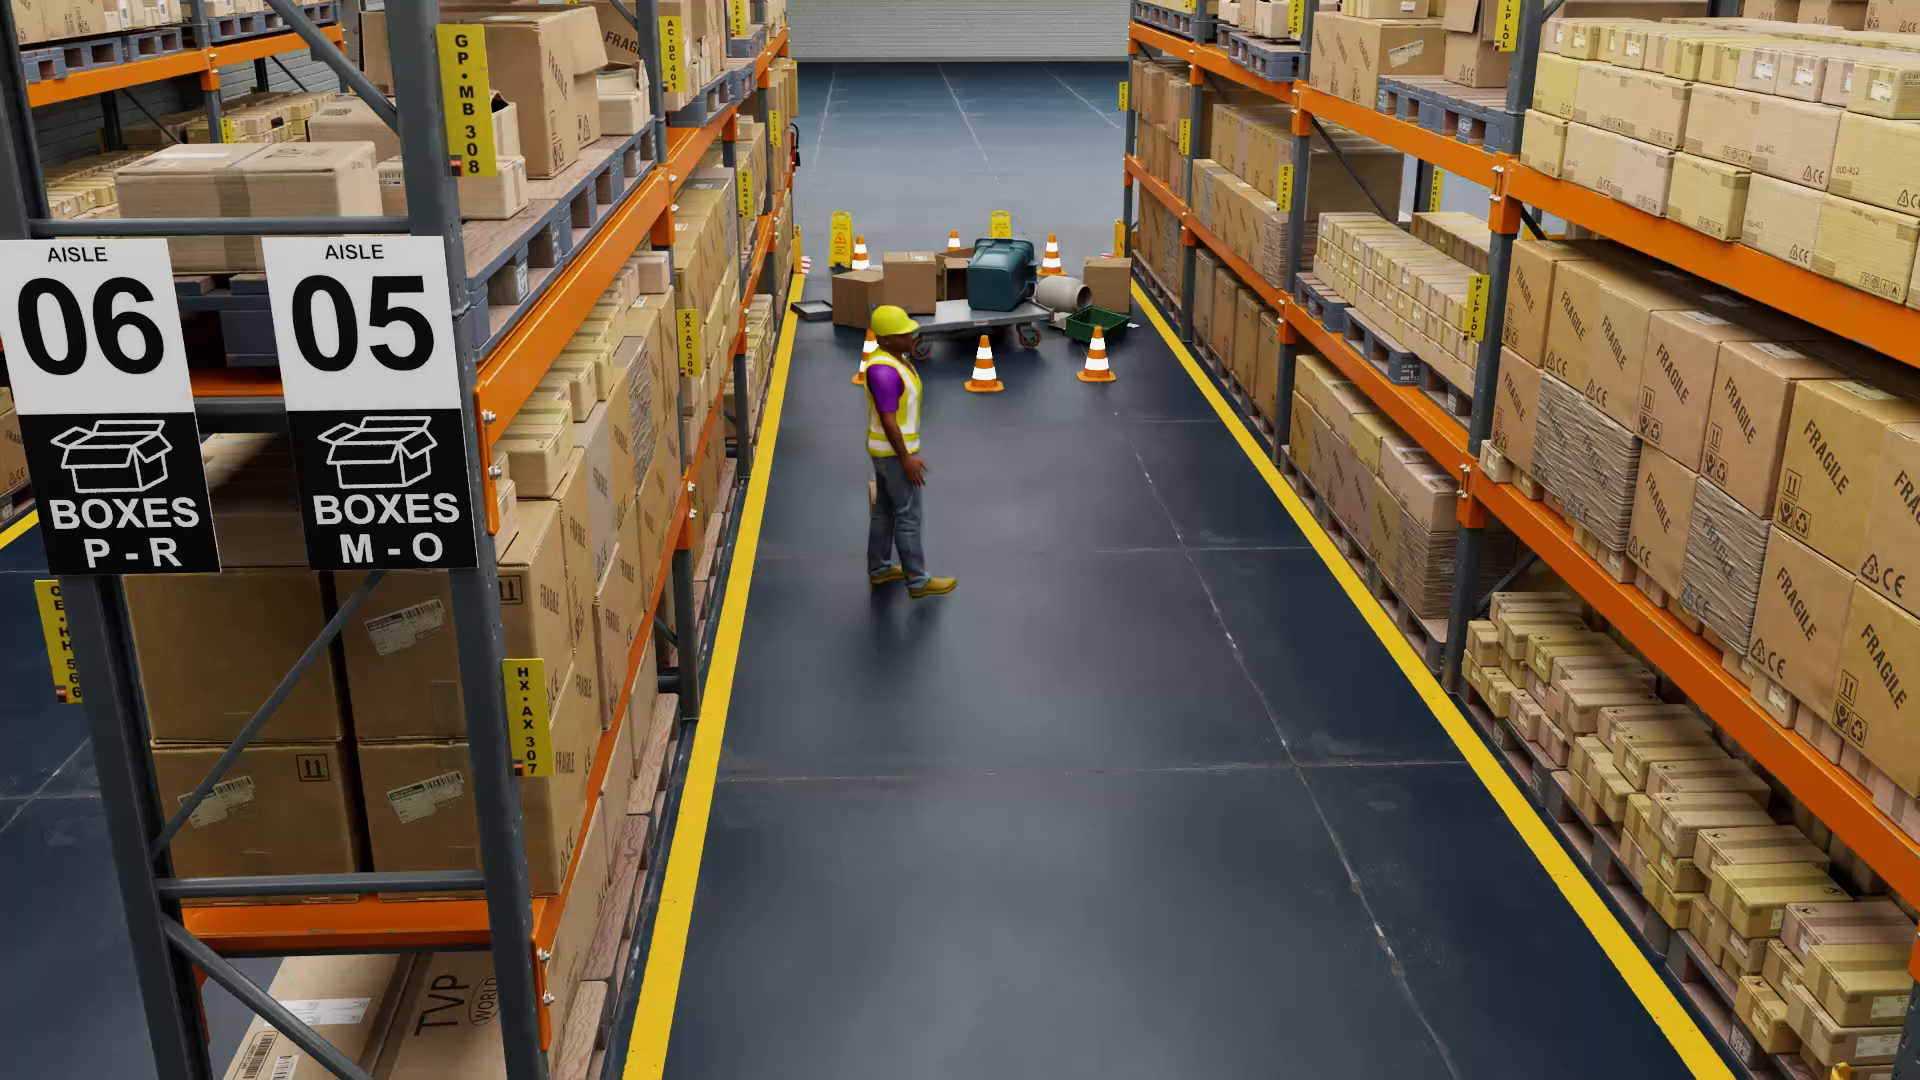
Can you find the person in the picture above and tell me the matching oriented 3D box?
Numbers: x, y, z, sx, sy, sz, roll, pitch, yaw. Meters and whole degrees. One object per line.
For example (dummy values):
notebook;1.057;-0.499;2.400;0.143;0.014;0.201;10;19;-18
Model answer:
person;-0.292;-0.532;9.913;0.549;1.765;0.632;-1;20;-3
